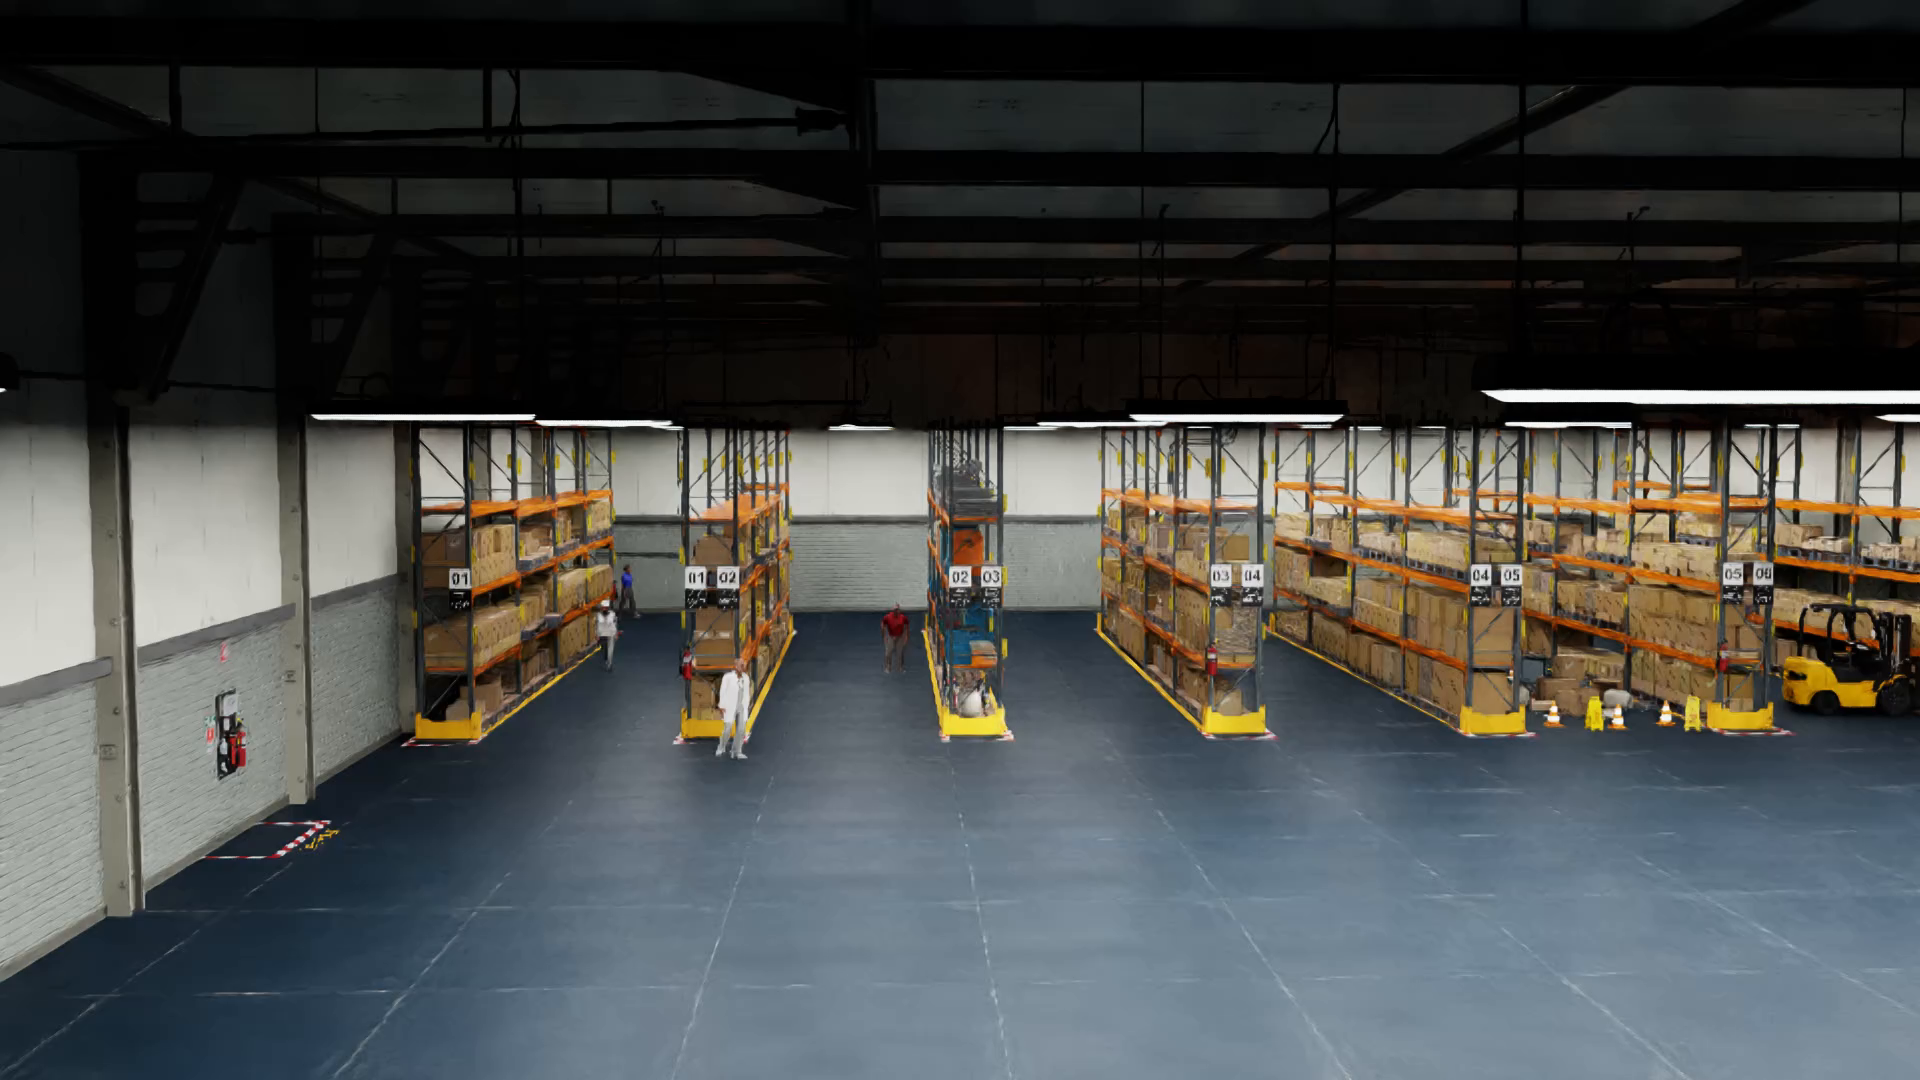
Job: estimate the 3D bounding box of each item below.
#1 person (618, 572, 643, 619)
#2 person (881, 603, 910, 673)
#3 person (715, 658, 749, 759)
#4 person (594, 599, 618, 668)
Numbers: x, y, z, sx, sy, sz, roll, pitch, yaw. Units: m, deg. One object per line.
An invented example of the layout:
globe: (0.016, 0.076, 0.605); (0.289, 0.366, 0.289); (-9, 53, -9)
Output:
person: (-10.137, 1.677, 50.828); (0.559, 1.446, 0.700); (3, 5, 36)
person: (-1.530, 2.320, 39.420); (0.682, 1.675, 0.535); (0, 4, -2)
person: (-3.989, 2.938, 29.178); (0.616, 1.767, 0.619); (-3, 5, -37)
person: (-8.499, 2.232, 39.968); (0.543, 1.653, 0.944); (0, 4, 0)
